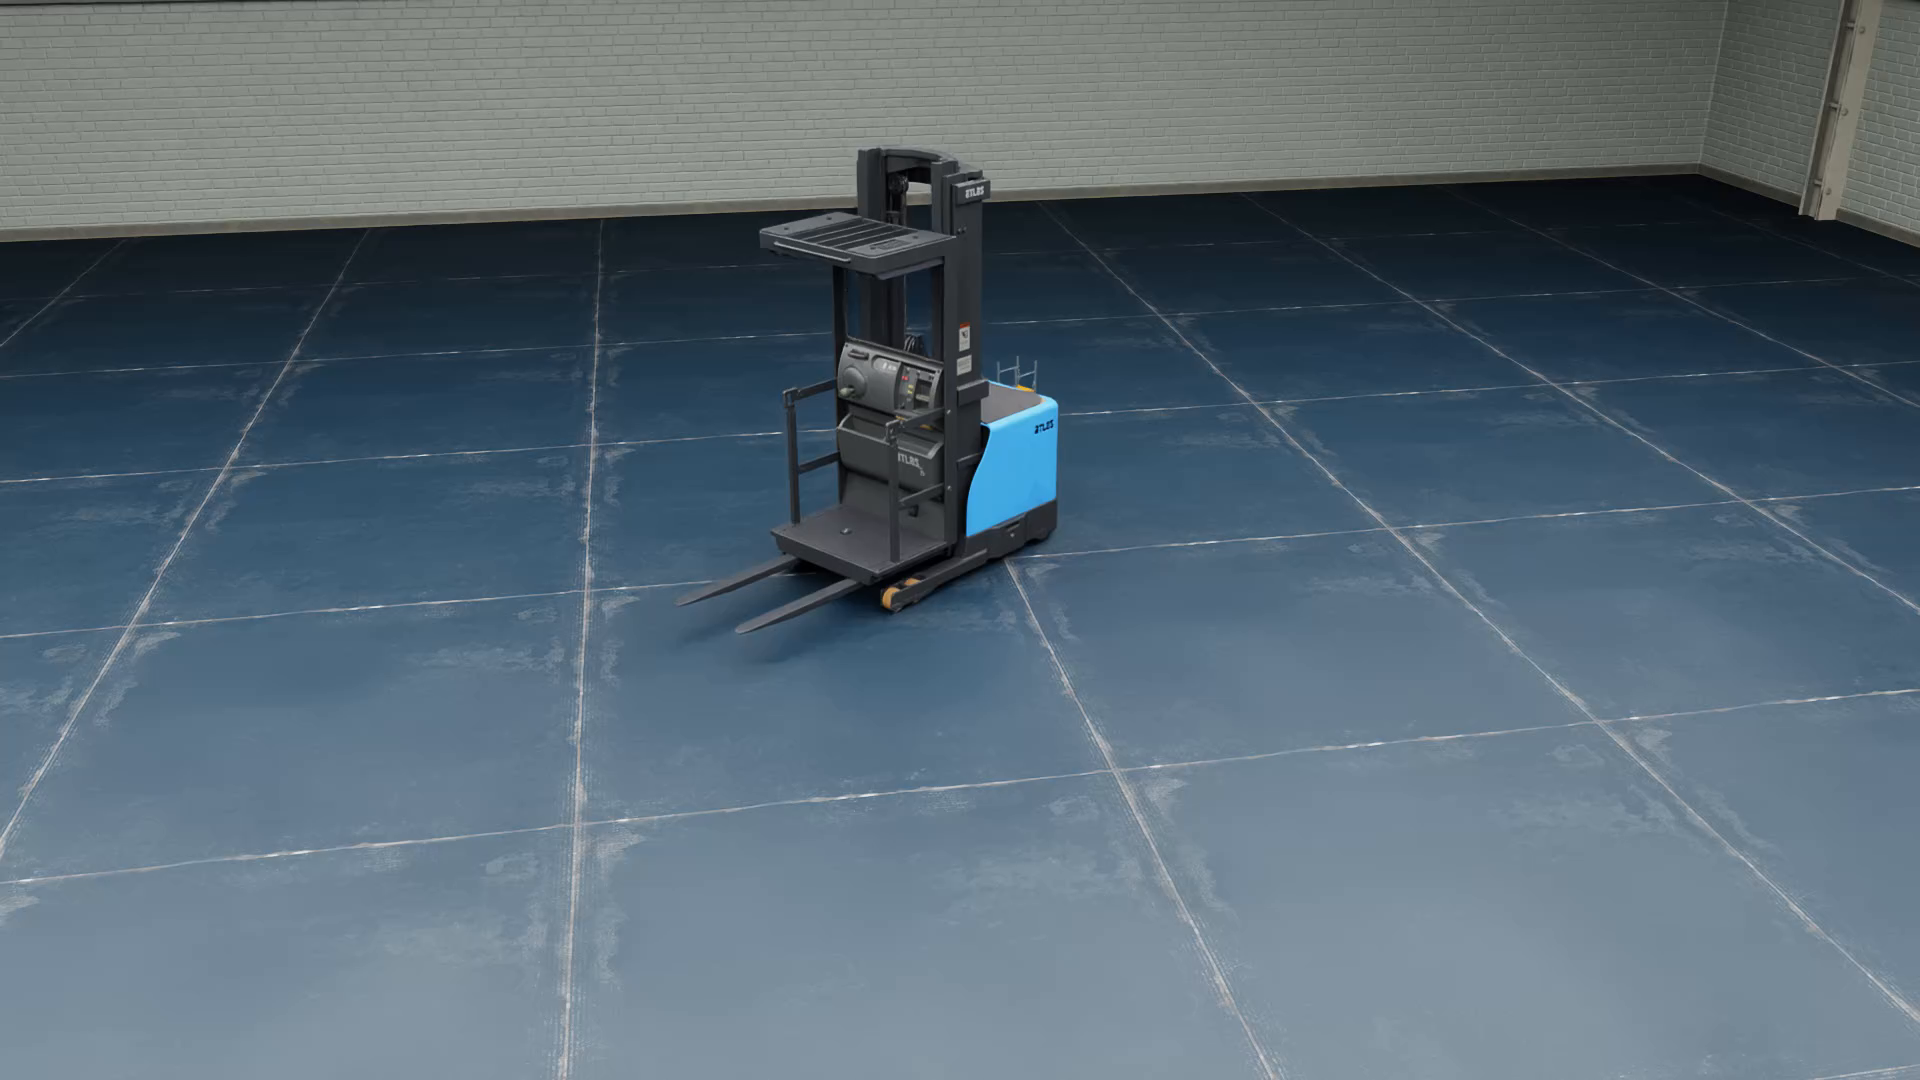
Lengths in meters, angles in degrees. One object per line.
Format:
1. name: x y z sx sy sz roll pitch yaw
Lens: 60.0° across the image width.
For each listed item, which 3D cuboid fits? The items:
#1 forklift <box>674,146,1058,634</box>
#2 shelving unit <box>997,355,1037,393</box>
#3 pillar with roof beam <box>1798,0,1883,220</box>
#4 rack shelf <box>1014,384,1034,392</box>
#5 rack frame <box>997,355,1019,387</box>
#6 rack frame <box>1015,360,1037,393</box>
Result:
1. forklift: -0.630 -1.083 11.309 1.130 2.935 3.031 20 31 38
2. shelving unit: 0.432 -0.804 12.834 0.189 1.200 0.258 21 31 40
3. pillar with roof beam: 7.383 -8.186 19.992 9.100 9.000 0.400 -4 24 -10
4. rack shelf: 0.431 -1.093 12.708 0.180 0.103 0.258 21 31 40
5. rack frame: 0.366 -0.829 12.892 0.006 1.200 0.240 21 31 40
6. rack frame: 0.498 -0.779 12.776 0.006 1.200 0.240 21 31 40
